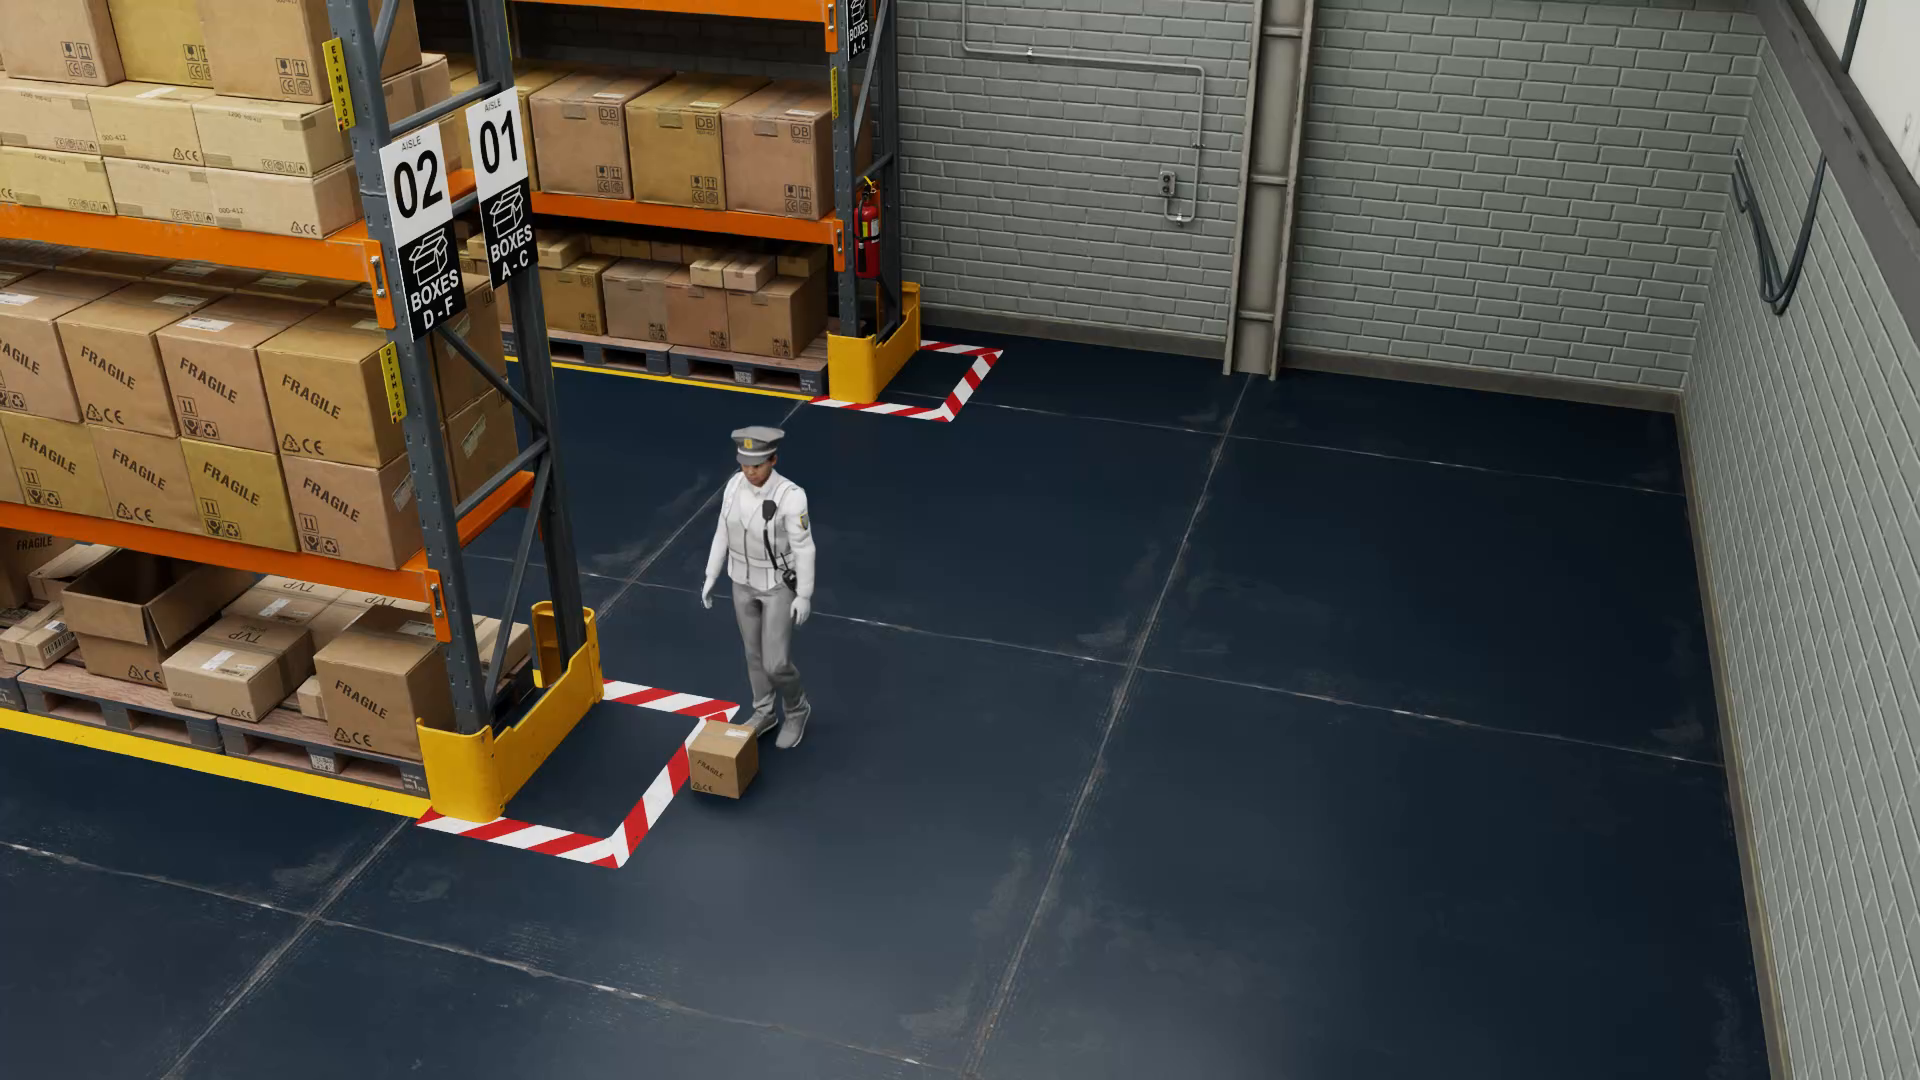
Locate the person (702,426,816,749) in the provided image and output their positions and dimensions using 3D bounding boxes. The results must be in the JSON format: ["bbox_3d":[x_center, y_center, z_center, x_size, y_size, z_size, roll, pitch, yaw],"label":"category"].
[{"bbox_3d":[-0.980,0.250,8.066,0.549,1.707,0.410,17,33,27],"label":"person"}]
